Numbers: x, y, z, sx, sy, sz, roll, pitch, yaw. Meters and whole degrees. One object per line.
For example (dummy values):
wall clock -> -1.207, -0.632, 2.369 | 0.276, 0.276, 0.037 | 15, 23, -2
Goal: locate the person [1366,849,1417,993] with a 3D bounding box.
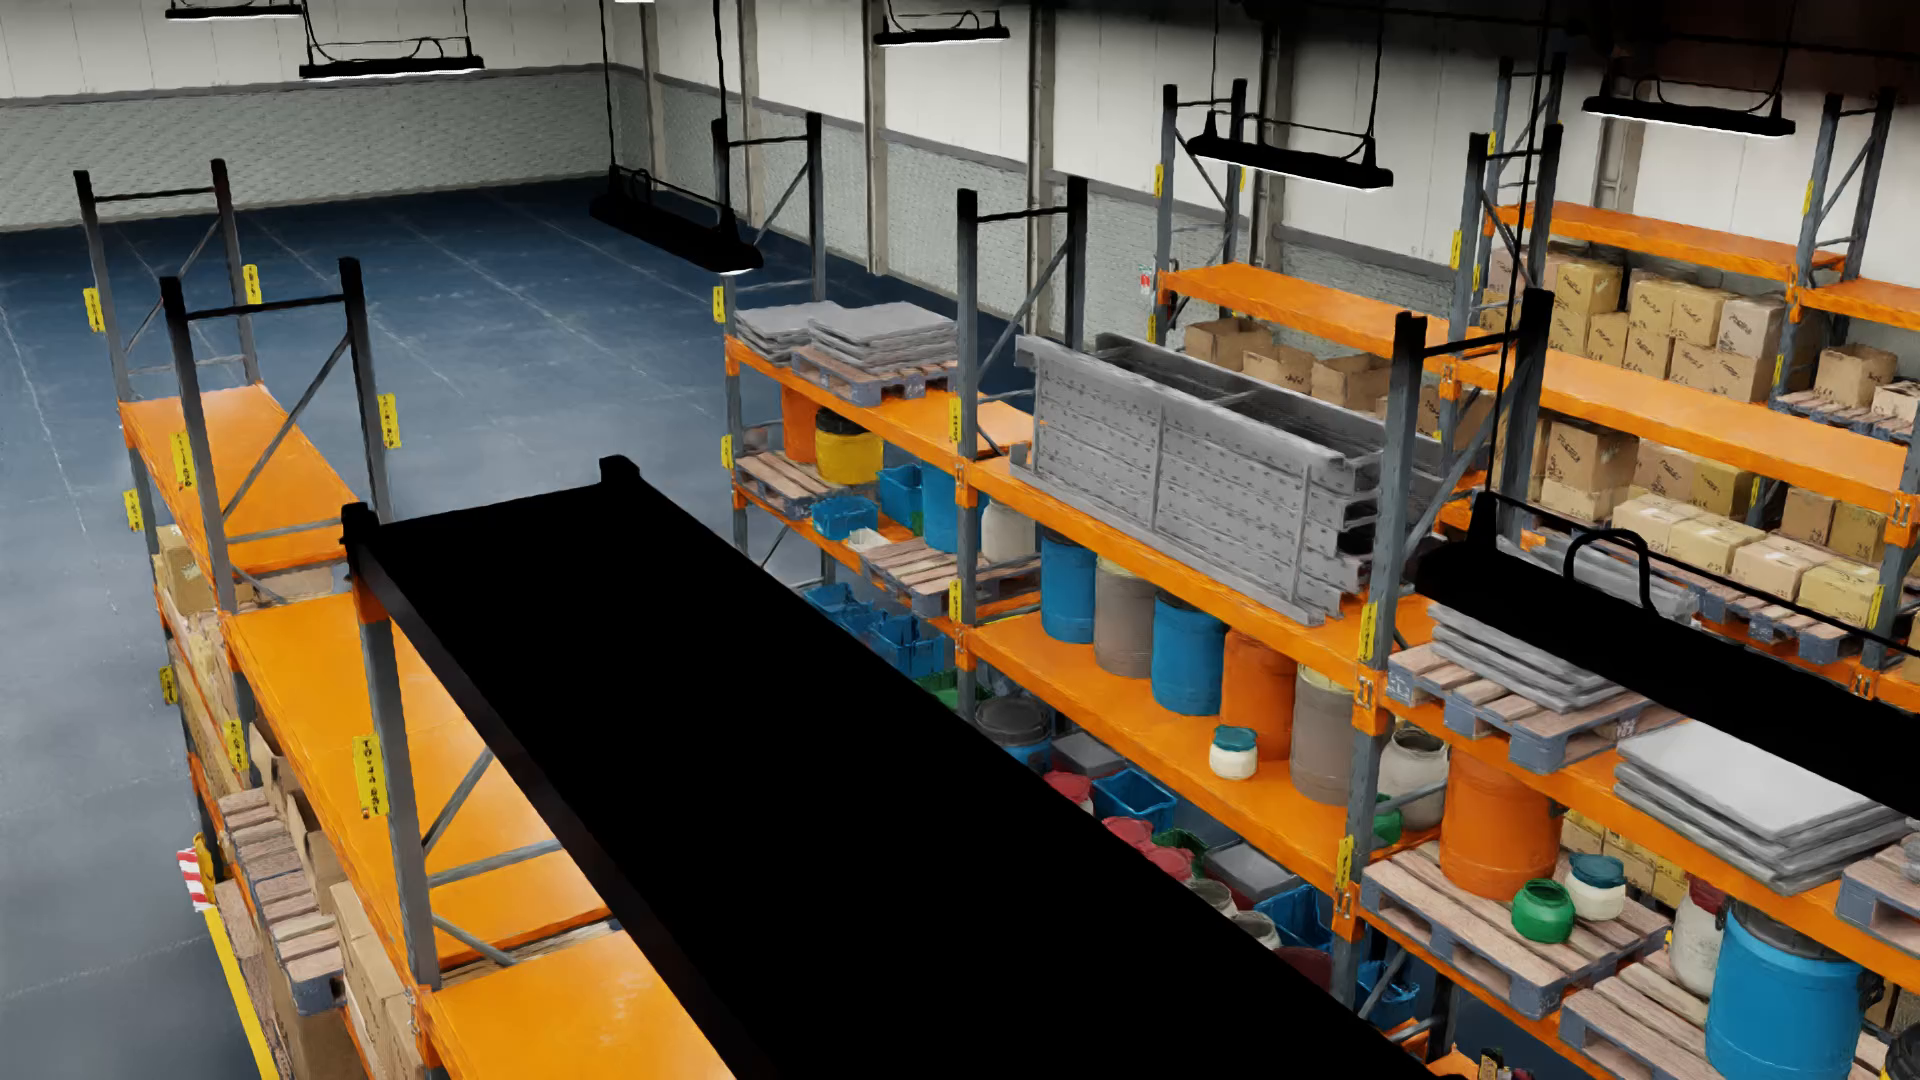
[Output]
person -> 3.240, 2.724, 12.443 | 0.468, 1.589, 0.406 | 11, 24, 25

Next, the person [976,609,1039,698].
person -> 0.454, 0.985, 16.660 | 0.719, 1.714, 0.578 | -14, 26, -31
